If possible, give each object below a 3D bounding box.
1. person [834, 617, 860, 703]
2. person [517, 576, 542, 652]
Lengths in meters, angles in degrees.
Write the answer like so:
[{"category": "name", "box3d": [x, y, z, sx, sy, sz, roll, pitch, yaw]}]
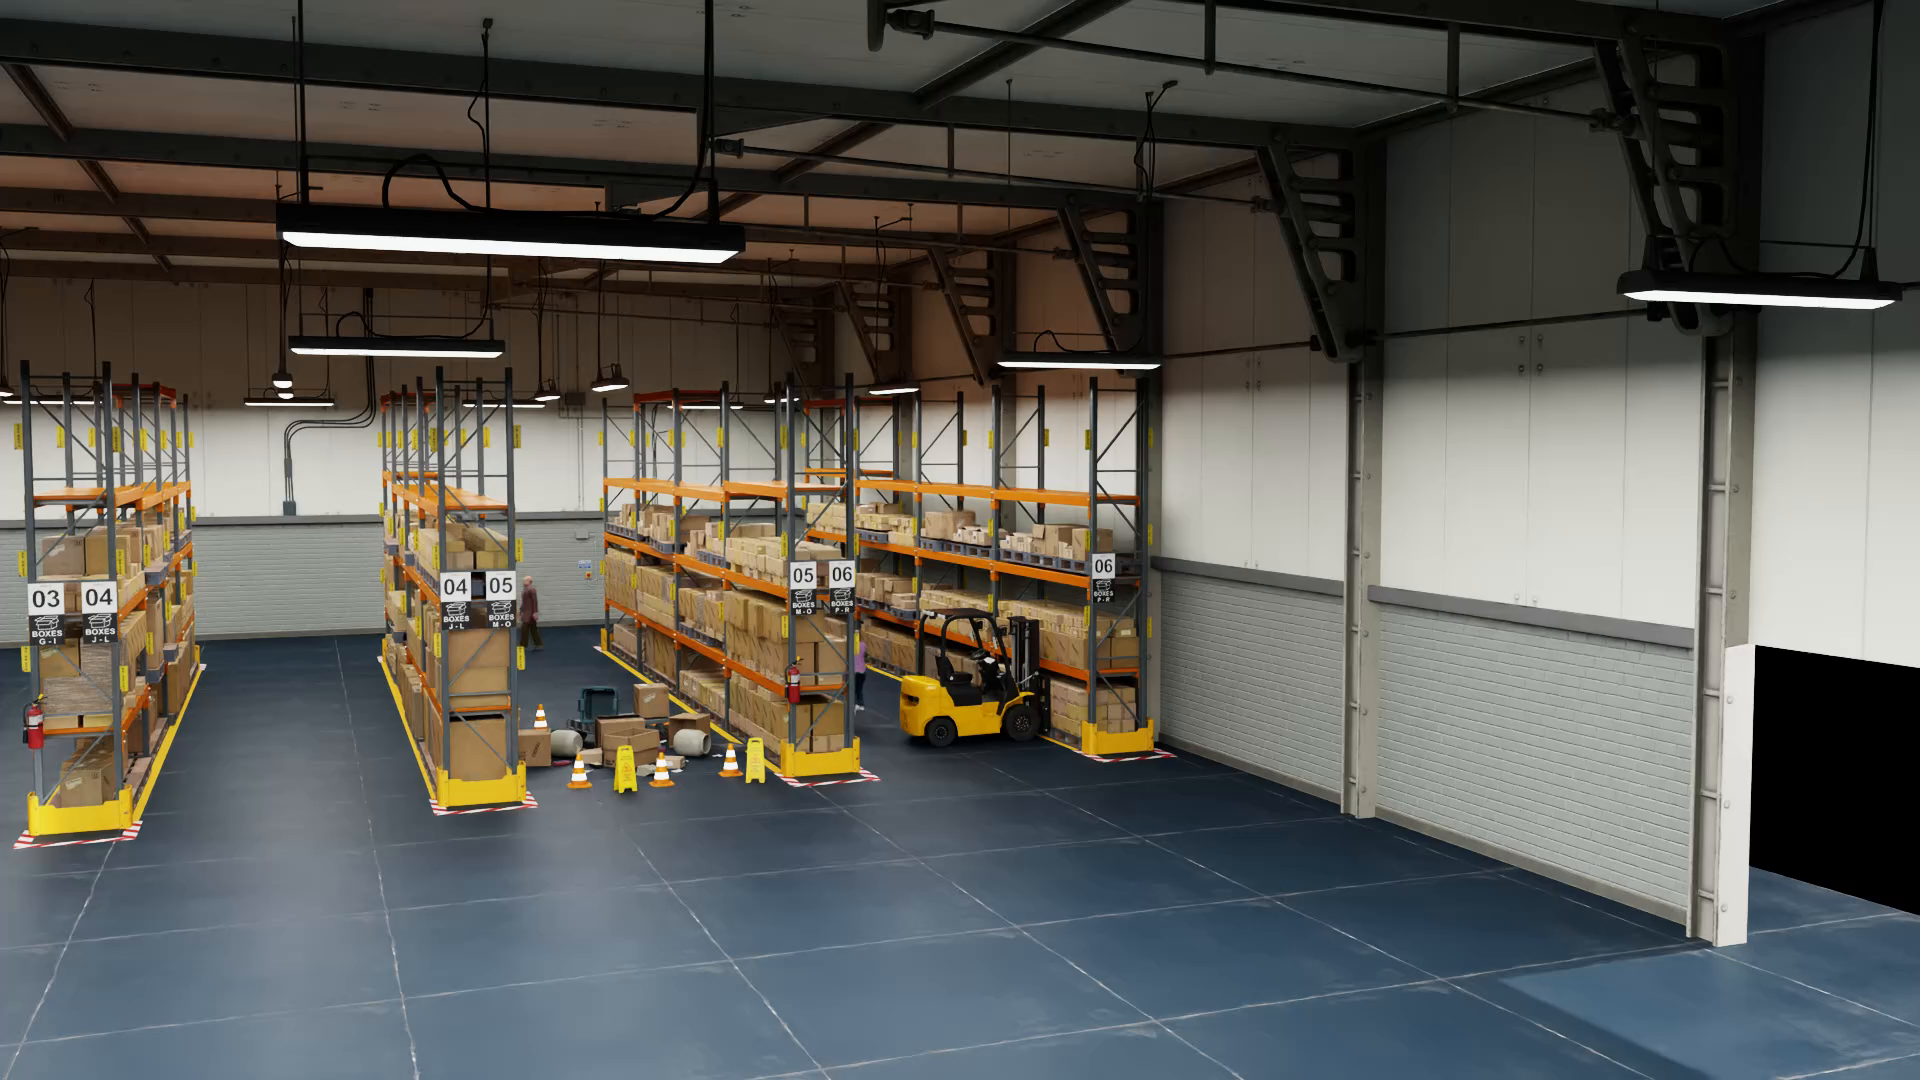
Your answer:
[{"category": "person", "box3d": [-2.093, 2.150, 29.917, 0.465, 1.533, 0.619, -1, 4, -18]}, {"category": "person", "box3d": [-10.196, 1.746, 39.354, 0.630, 1.776, 0.526, 1, 4, 17]}]
